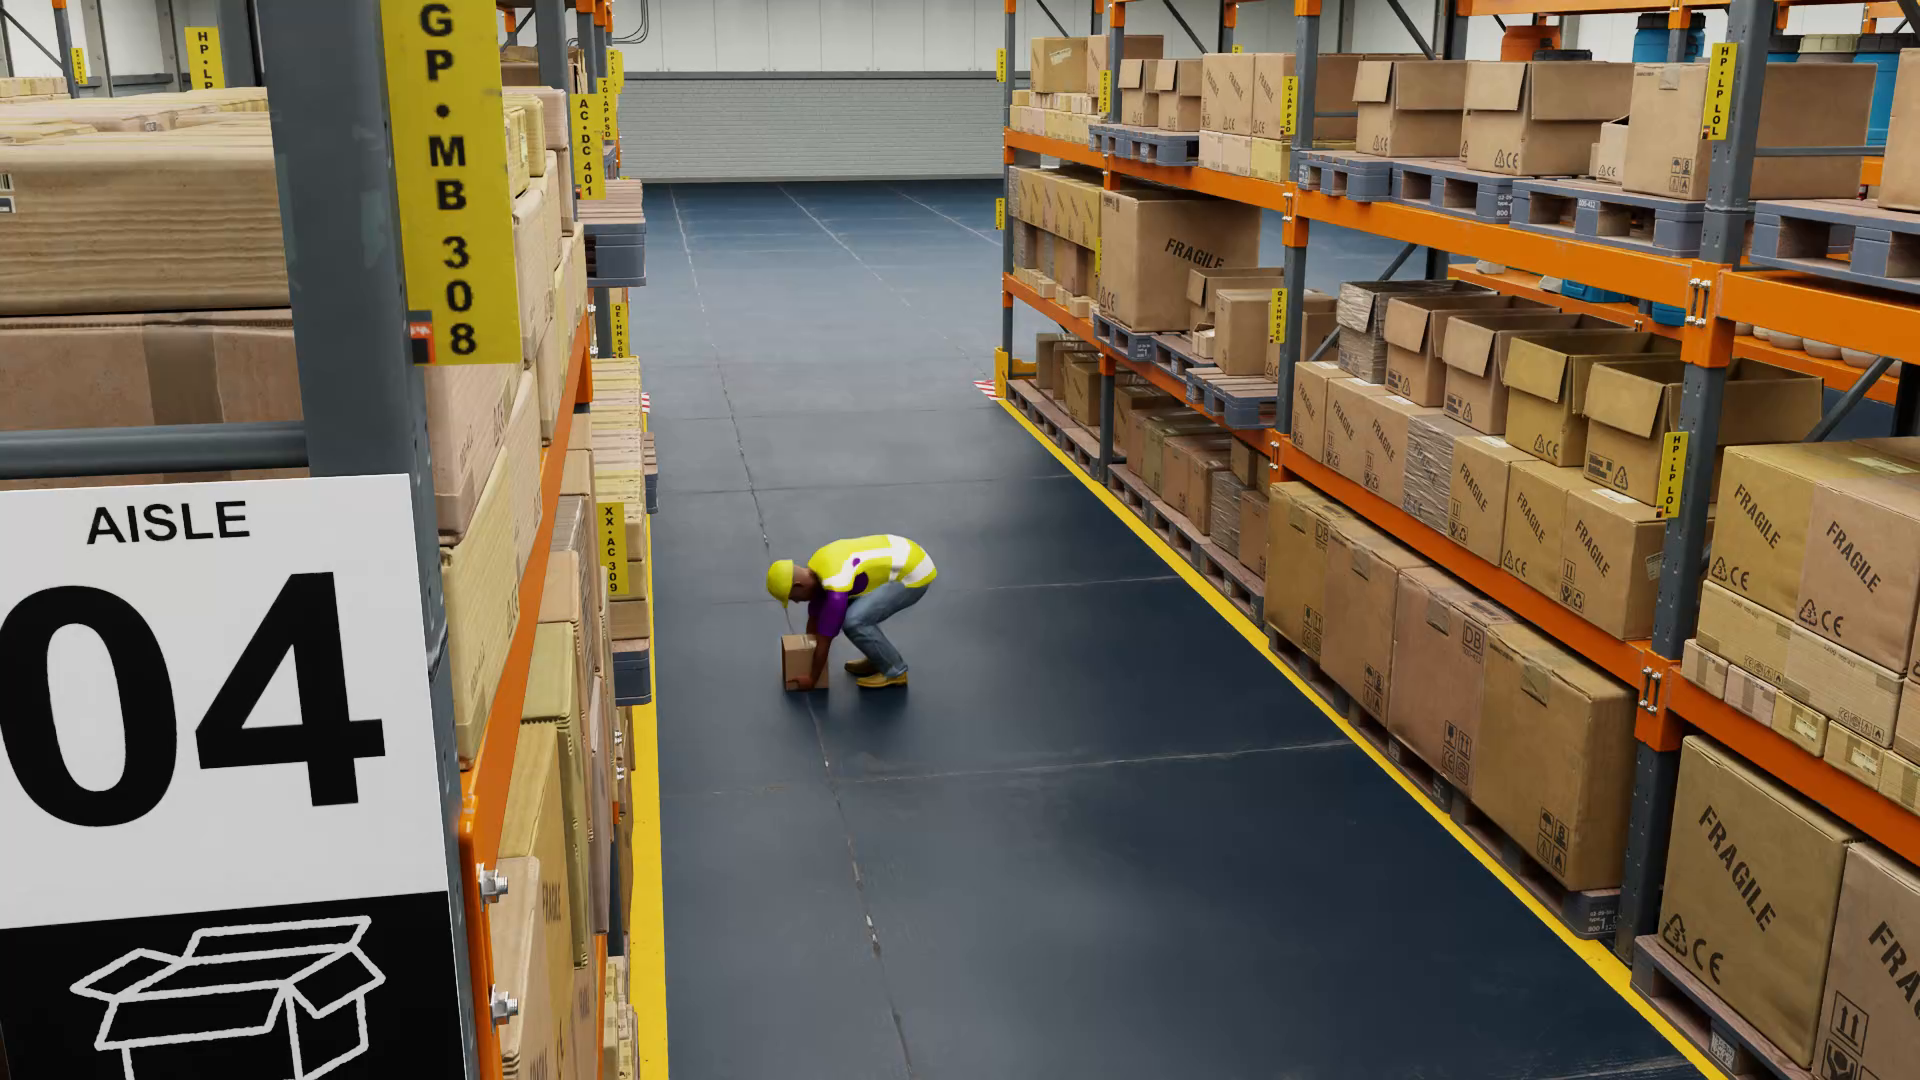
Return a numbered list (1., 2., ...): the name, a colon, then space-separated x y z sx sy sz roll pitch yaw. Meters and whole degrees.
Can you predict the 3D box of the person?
1. person: -0.629 0.423 9.693 0.980 0.876 0.508 -4 17 -12
